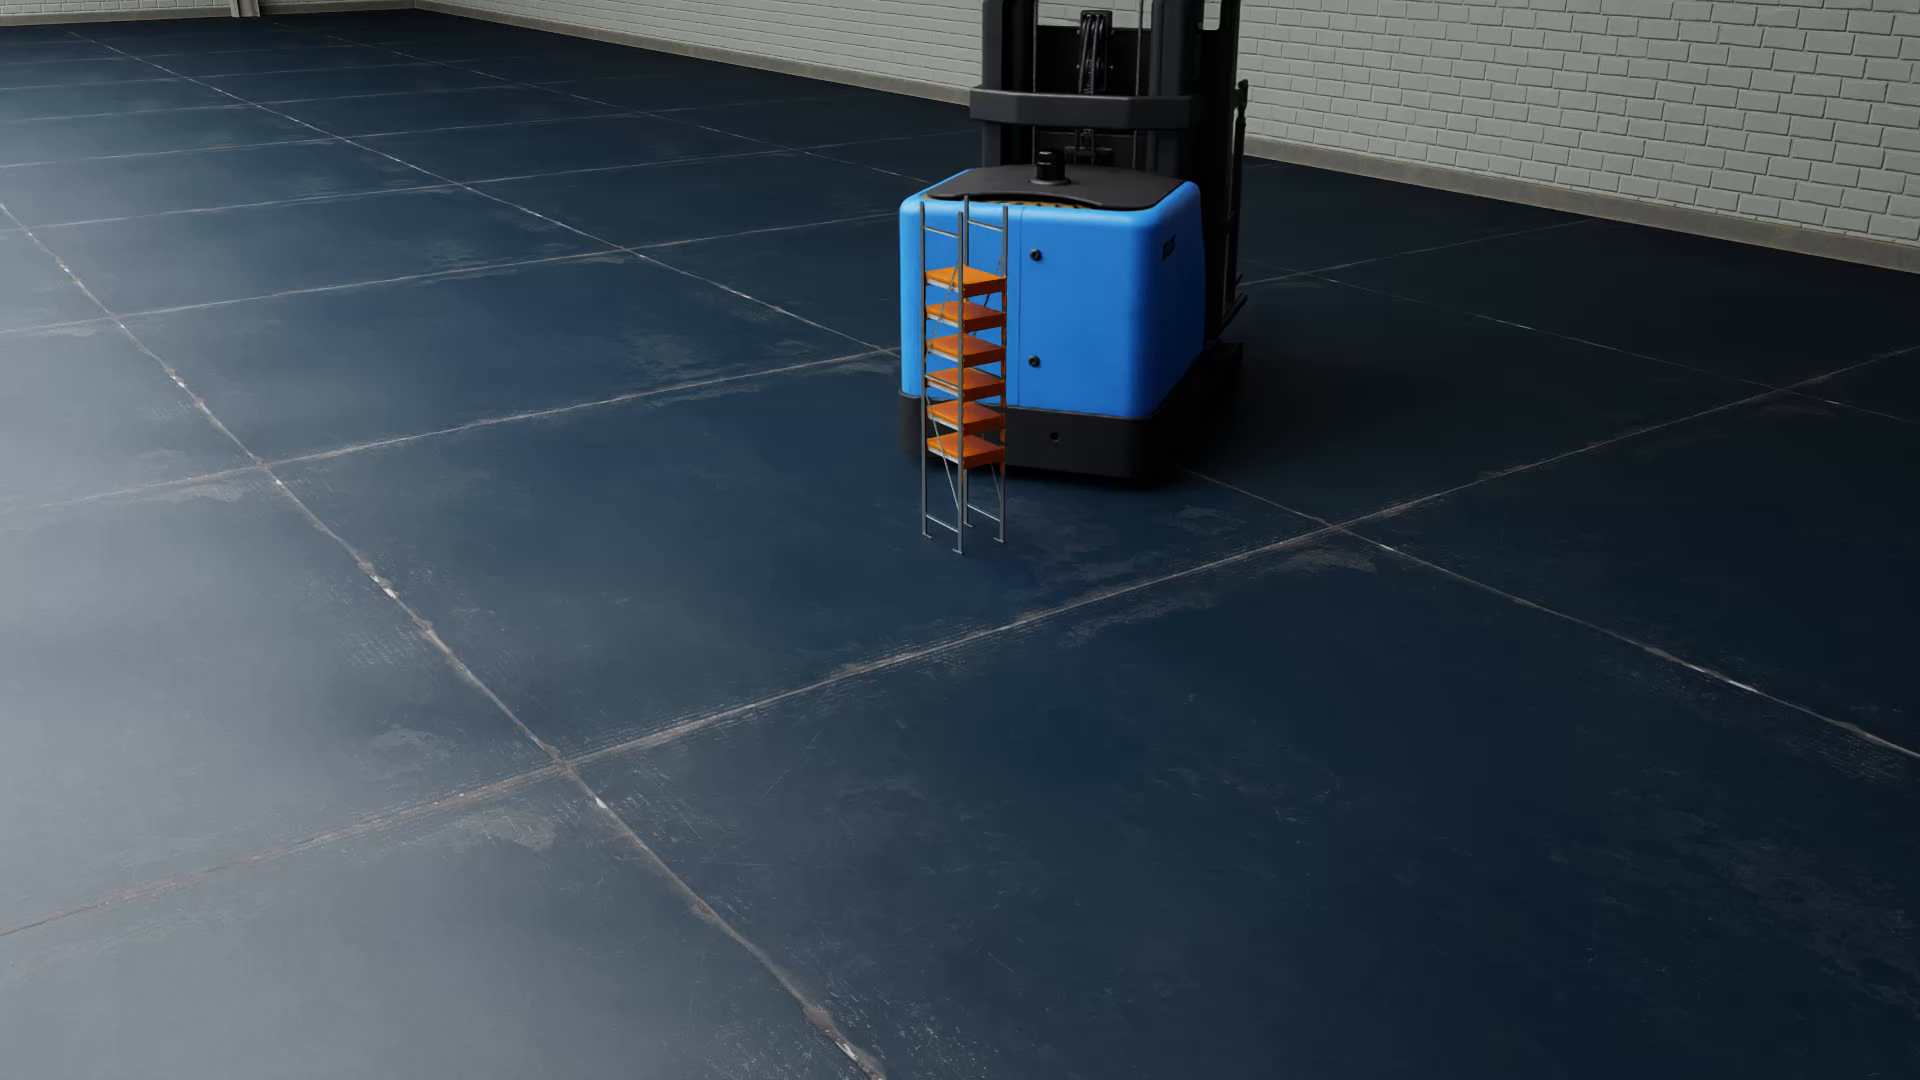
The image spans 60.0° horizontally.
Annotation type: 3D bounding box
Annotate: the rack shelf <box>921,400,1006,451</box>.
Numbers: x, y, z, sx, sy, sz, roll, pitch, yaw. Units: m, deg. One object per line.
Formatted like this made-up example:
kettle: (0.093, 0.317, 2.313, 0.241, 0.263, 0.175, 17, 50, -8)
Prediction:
rack shelf: (0.012, -0.408, 5.805, 0.180, 0.103, 0.258, -15, 26, -33)

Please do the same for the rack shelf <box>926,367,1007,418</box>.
rack shelf: (0.012, -0.519, 5.760, 0.180, 0.103, 0.258, -15, 26, -33)

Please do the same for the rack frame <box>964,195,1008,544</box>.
rack frame: (0.086, -0.580, 5.794, 0.006, 1.200, 0.240, -15, 26, -33)

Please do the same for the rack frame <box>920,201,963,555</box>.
rack frame: (-0.063, -0.541, 5.694, 0.006, 1.200, 0.240, -15, 26, -33)

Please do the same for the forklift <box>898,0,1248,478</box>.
forklift: (0.711, -2.112, 7.297, 1.130, 2.935, 3.031, 7, 23, 17)

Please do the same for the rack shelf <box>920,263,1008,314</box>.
rack shelf: (0.012, -0.853, 5.627, 0.180, 0.103, 0.258, -15, 26, -33)

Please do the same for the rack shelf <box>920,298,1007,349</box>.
rack shelf: (0.012, -0.742, 5.671, 0.180, 0.103, 0.258, -15, 26, -33)

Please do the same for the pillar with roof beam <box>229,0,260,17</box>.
pillar with roof beam: (-9.637, -11.800, 23.389, 0.400, 9.000, 9.100, -15, 26, -33)

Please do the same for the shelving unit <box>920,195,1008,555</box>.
shelving unit: (0.012, -0.560, 5.744, 0.189, 1.200, 0.258, -15, 26, -33)

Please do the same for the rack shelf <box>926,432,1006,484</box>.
rack shelf: (0.012, -0.296, 5.849, 0.180, 0.103, 0.258, -15, 26, -33)

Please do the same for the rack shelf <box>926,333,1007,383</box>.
rack shelf: (0.012, -0.631, 5.716, 0.180, 0.103, 0.258, -15, 26, -33)
